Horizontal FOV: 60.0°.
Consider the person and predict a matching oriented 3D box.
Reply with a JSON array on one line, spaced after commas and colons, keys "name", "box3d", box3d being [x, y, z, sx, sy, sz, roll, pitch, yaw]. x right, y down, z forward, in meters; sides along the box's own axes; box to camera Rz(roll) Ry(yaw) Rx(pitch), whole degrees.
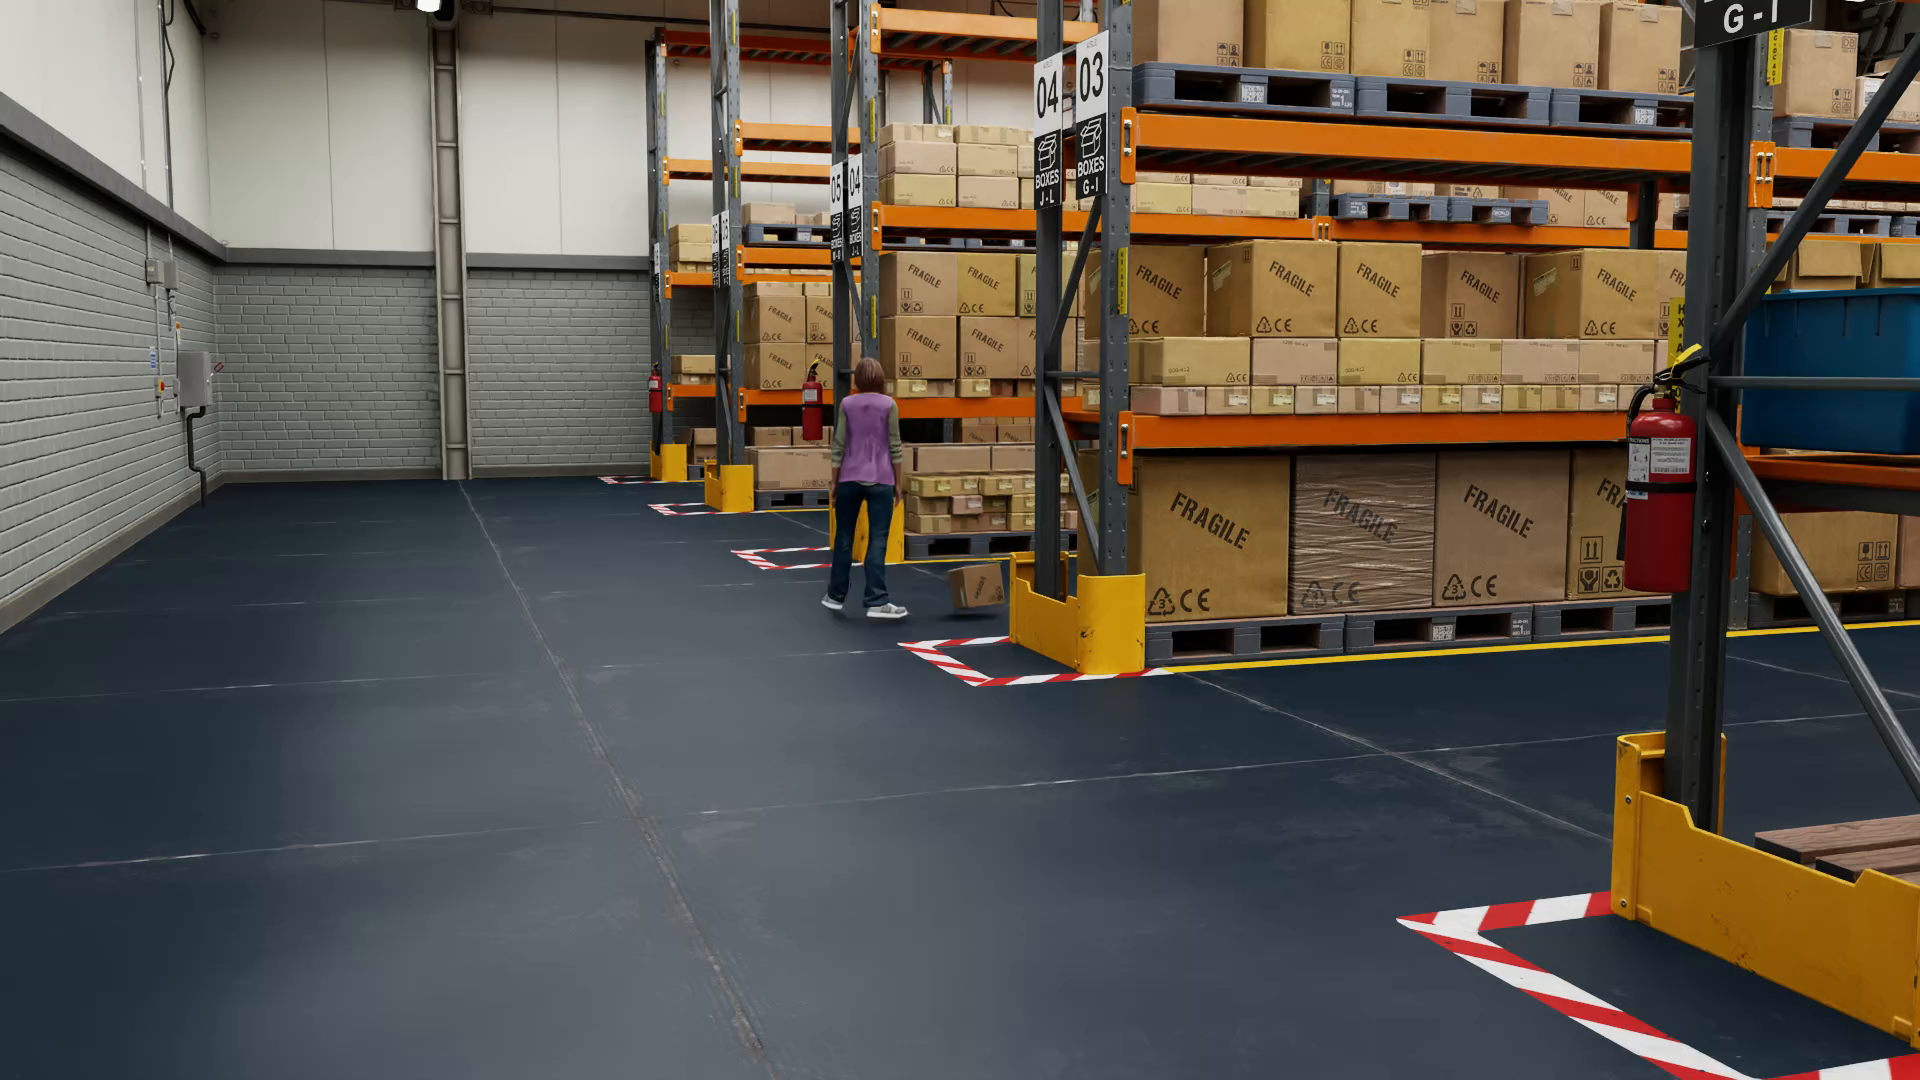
[{"name": "person", "box3d": [-0.610, -0.331, 10.250, 0.613, 1.588, 0.538, 1, 6, 10]}]
